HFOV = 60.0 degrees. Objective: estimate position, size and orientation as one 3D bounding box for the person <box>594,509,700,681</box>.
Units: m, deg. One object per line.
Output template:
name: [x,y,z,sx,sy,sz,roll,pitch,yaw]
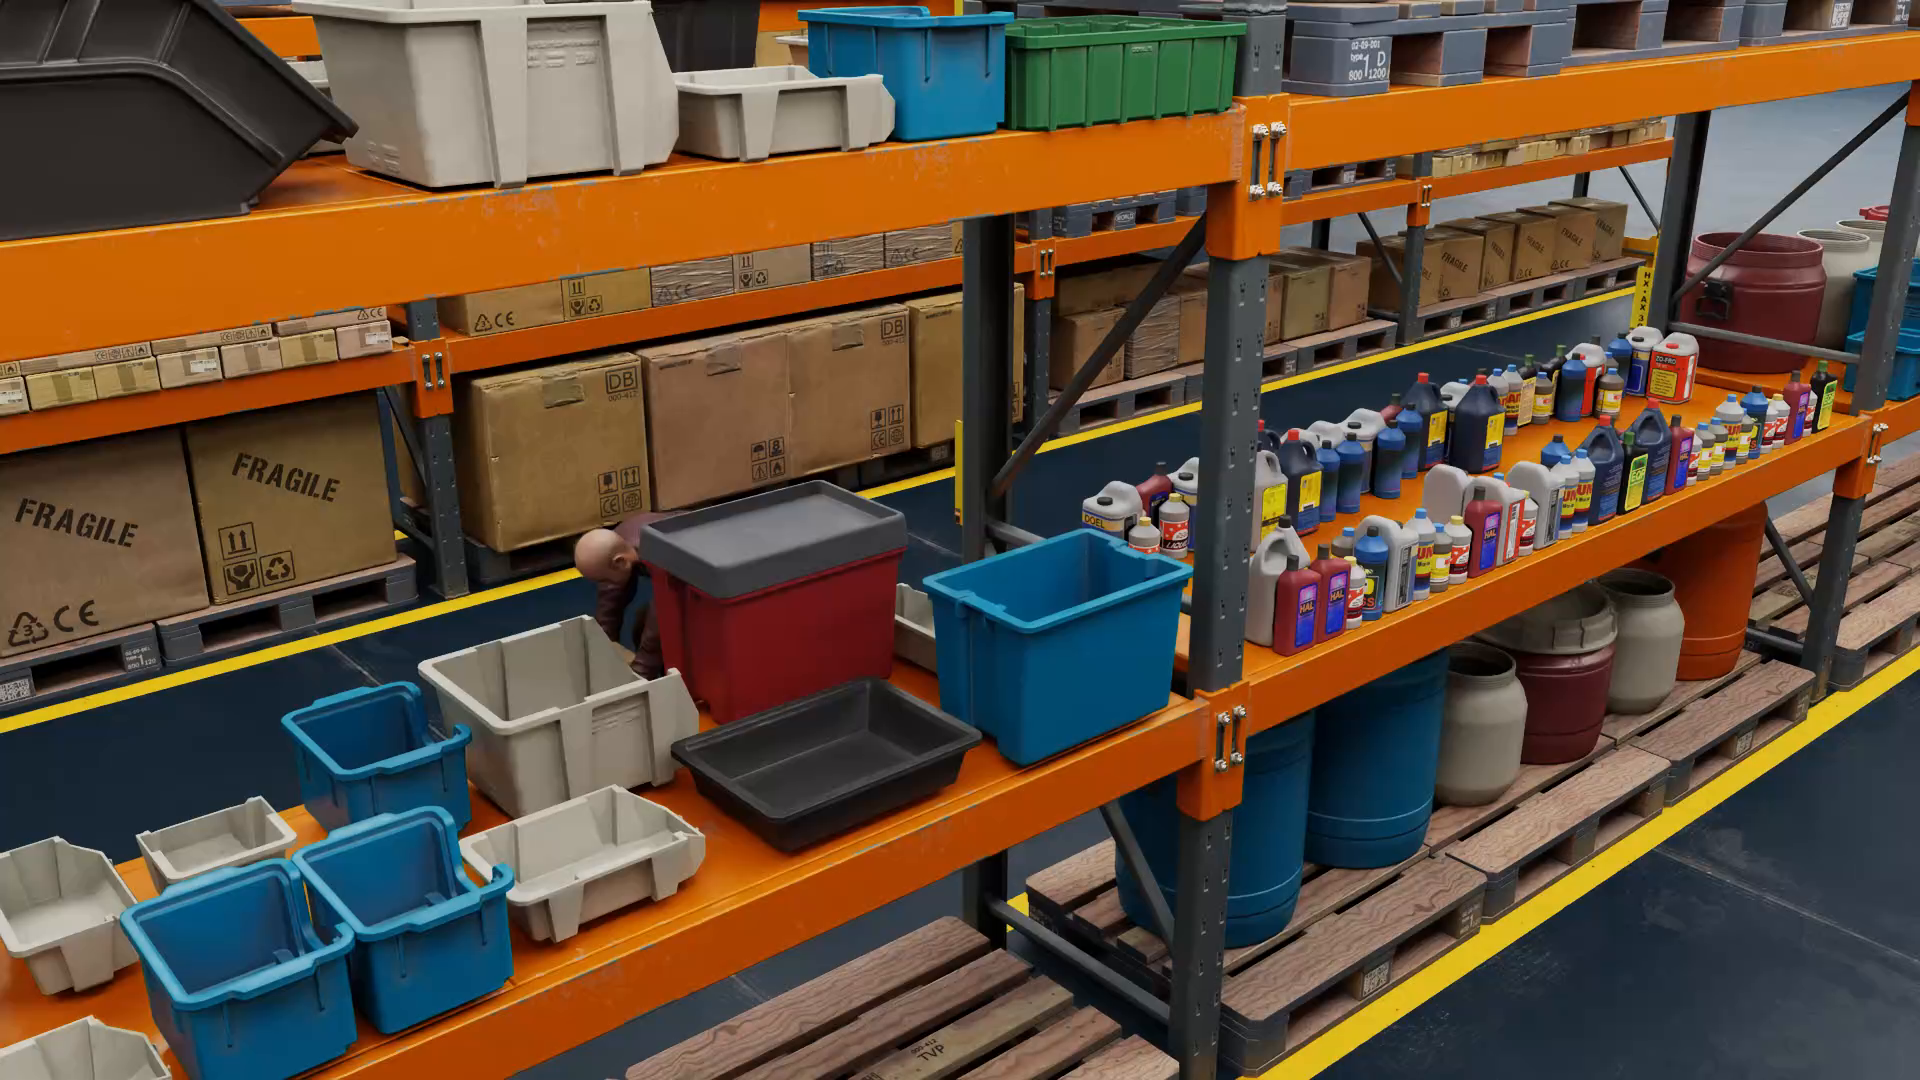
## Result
person: [-1.125,0.229,6.805,0.859,0.711,0.585,-18,27,-39]
